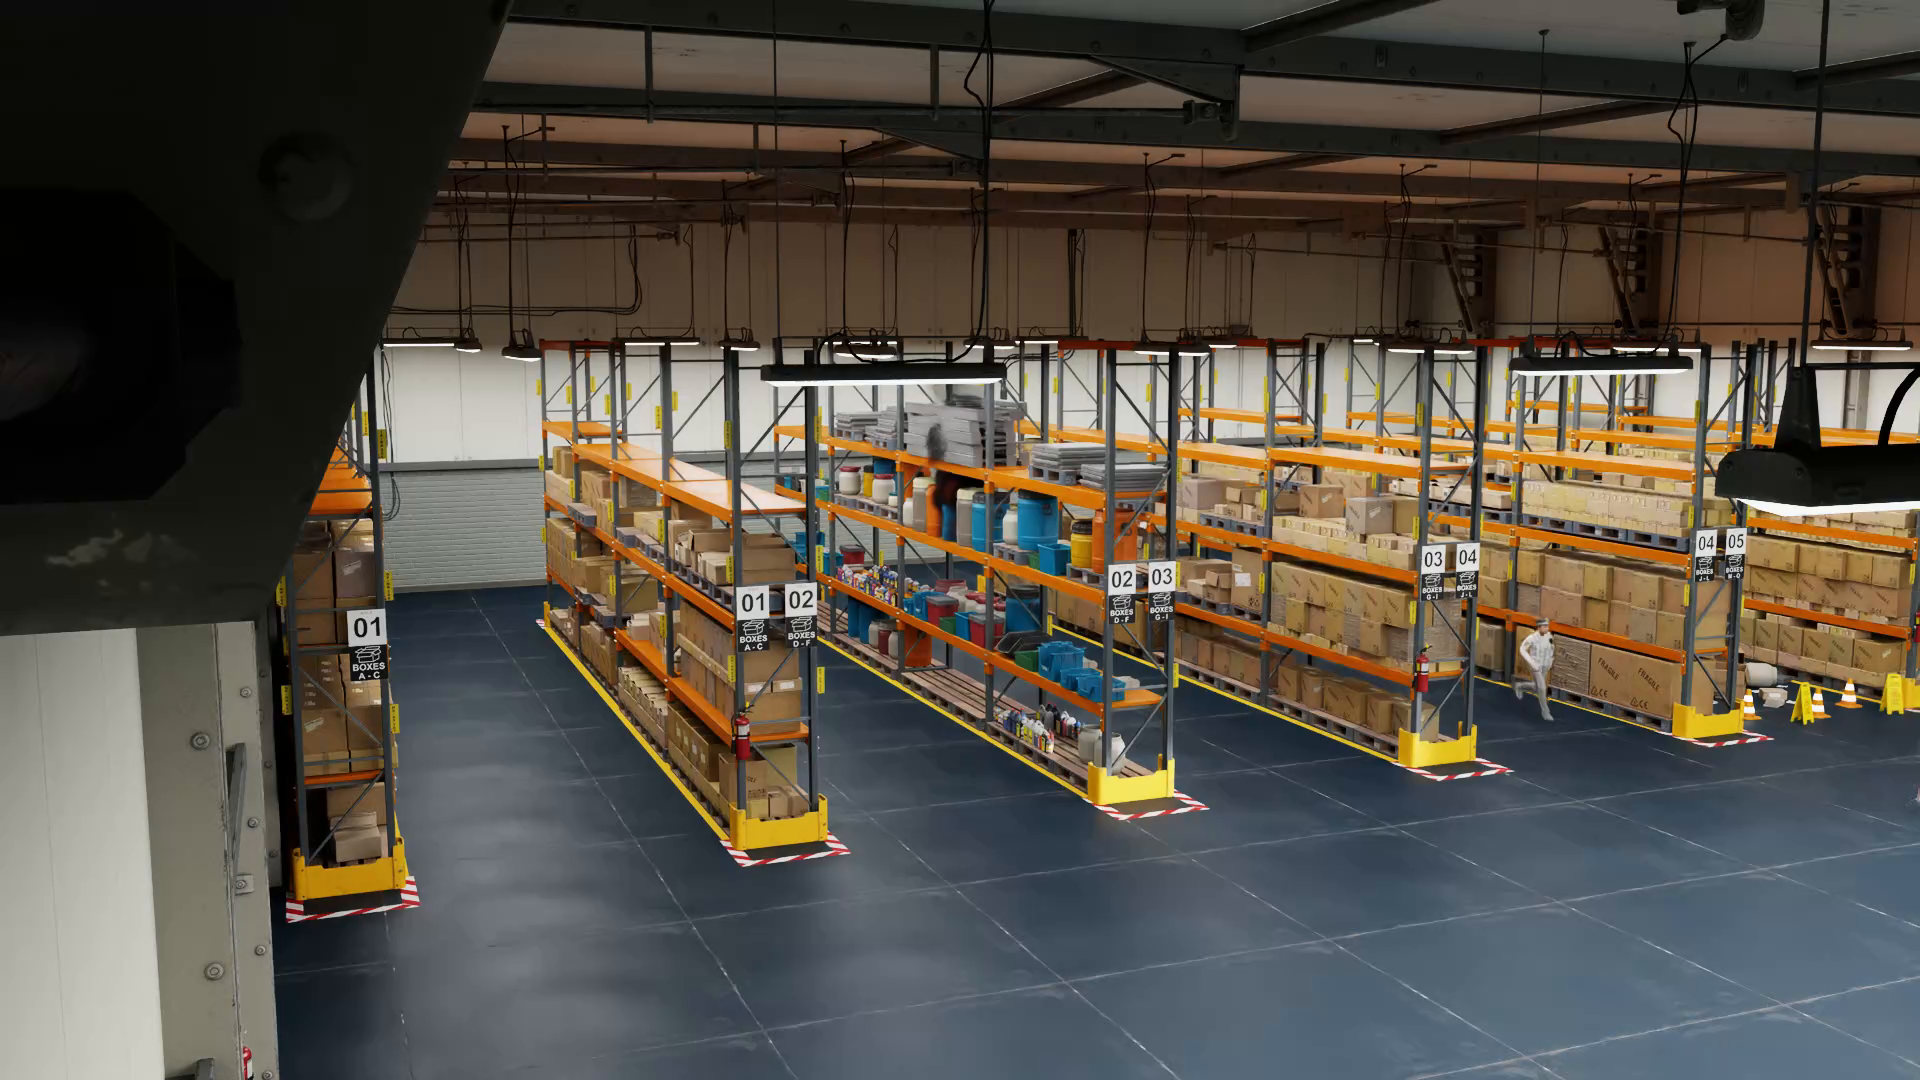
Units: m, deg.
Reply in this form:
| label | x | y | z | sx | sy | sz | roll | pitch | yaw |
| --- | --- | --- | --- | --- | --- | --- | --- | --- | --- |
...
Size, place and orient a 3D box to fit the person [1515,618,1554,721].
| label | x | y | z | sx | sy | sz | roll | pitch | yaw |
| --- | --- | --- | --- | --- | --- | --- | --- | --- | --- |
| person | 9.310 | 2.048 | 26.927 | 0.625 | 1.676 | 0.888 | -3 | 8 | -23 |

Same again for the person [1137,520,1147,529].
| label | x | y | z | sx | sy | sz | roll | pitch | yaw |
| --- | --- | --- | --- | --- | --- | --- | --- | --- | --- |
| person | 4.304 | 0.177 | 40.776 | 0.811 | 1.755 | 1.030 | 5 | 9 | 33 |
